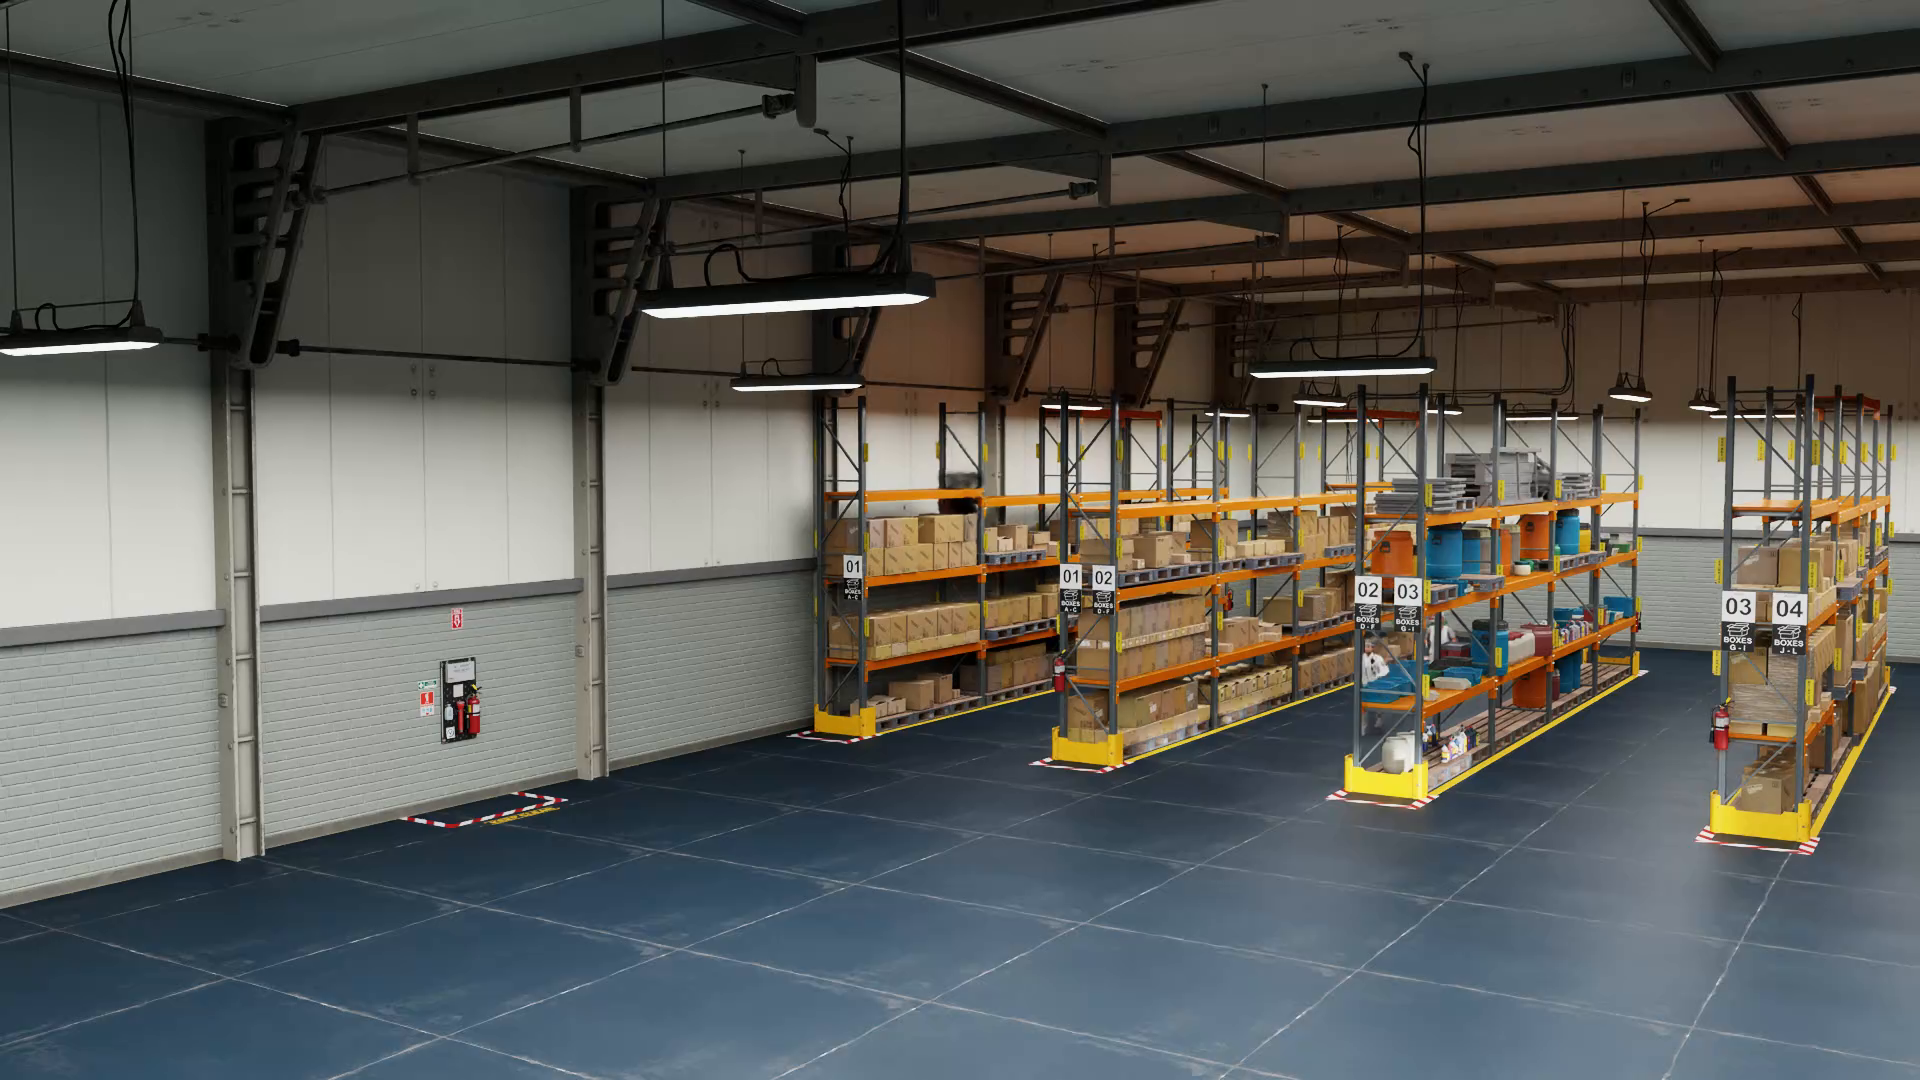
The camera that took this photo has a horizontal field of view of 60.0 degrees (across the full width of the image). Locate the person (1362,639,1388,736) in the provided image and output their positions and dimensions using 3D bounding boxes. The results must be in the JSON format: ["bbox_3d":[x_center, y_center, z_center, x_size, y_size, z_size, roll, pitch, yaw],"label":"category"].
[{"bbox_3d":[7.282,2.590,29.580,0.502,1.705,0.822,2,4,39],"label":"person"}]

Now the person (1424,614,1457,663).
[{"bbox_3d":[9.757,2.341,33.895,0.643,1.740,0.582,1,3,25],"label":"person"}]

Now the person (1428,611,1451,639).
[{"bbox_3d":[11.704,1.982,40.720,0.641,1.724,0.669,-1,3,-26],"label":"person"}]
